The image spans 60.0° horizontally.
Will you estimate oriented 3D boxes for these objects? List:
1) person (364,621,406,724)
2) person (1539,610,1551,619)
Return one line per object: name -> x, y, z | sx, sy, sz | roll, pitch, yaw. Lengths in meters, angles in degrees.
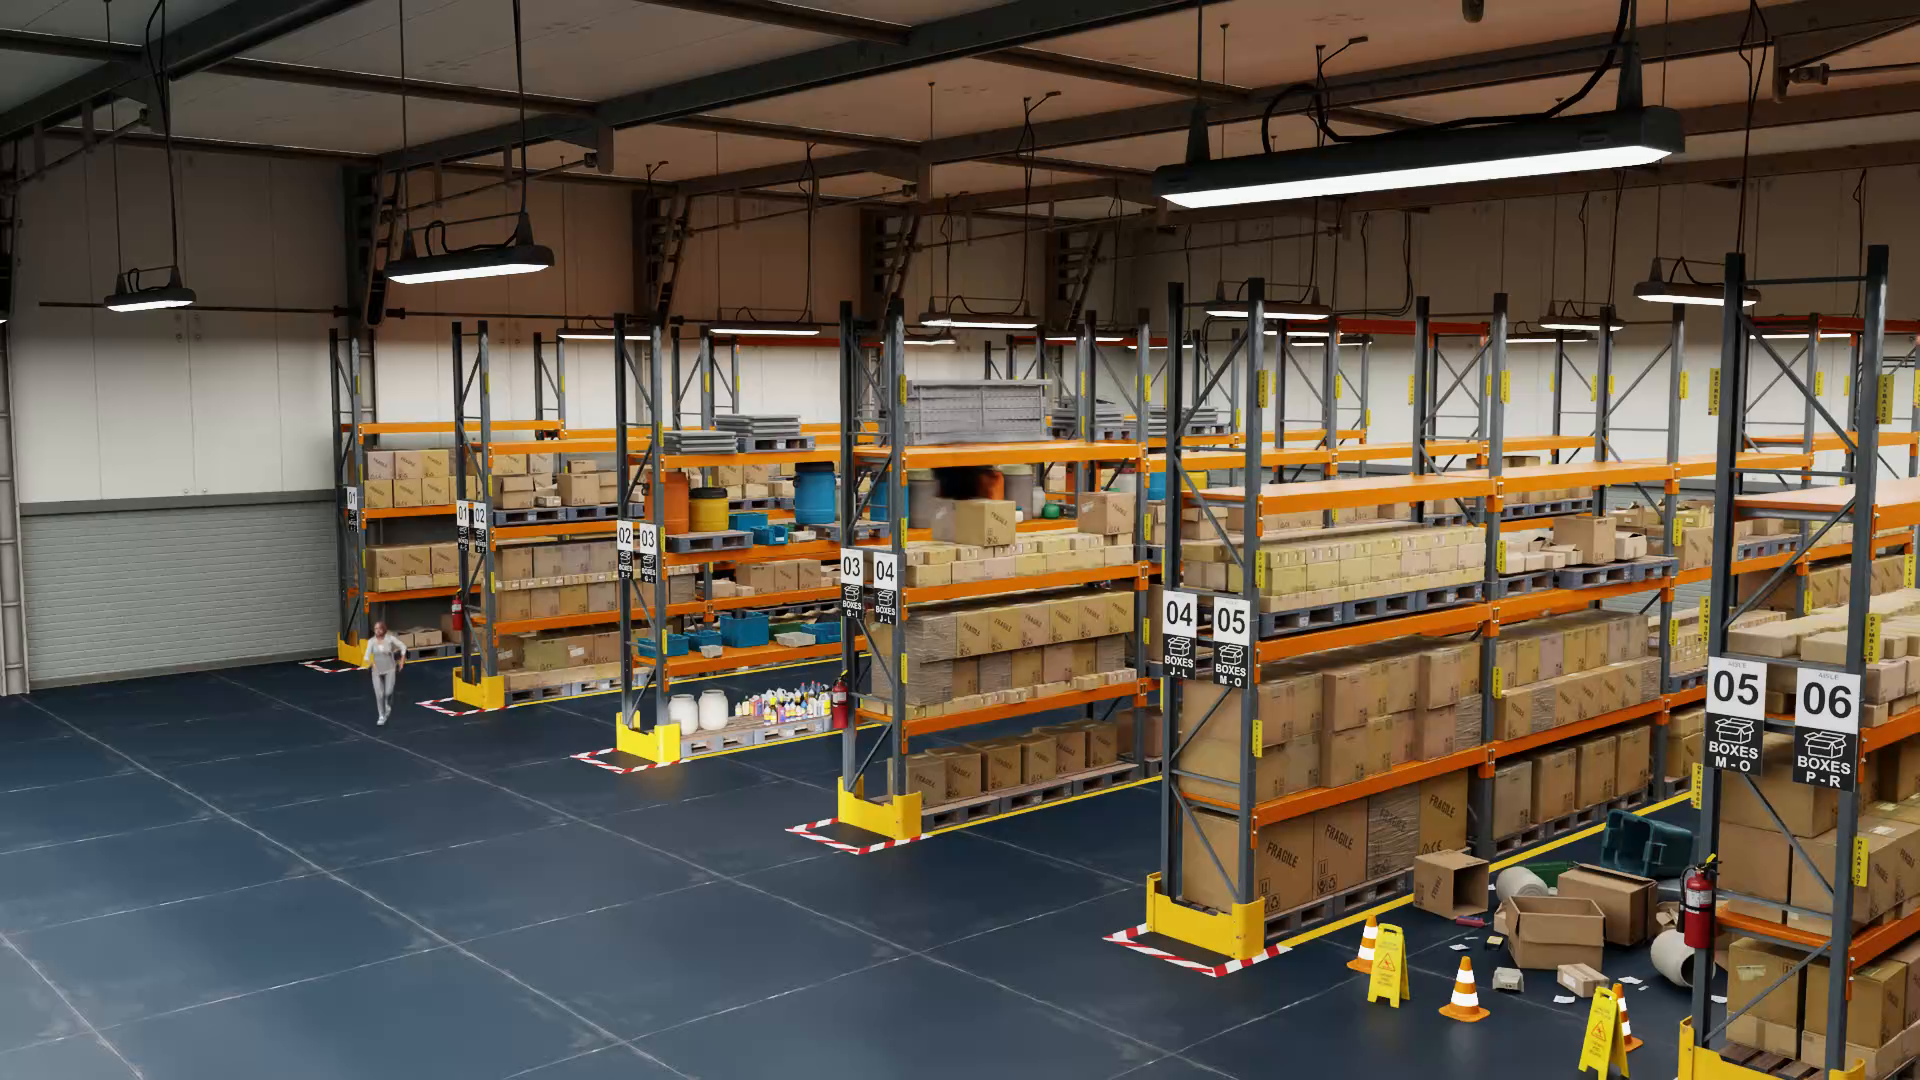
person -> -8.483, 1.969, 24.525 | 0.573, 1.552, 0.677 | -1, 6, -12
person -> 8.837, 1.863, 25.222 | 0.588, 1.621, 0.805 | 5, 8, 42
